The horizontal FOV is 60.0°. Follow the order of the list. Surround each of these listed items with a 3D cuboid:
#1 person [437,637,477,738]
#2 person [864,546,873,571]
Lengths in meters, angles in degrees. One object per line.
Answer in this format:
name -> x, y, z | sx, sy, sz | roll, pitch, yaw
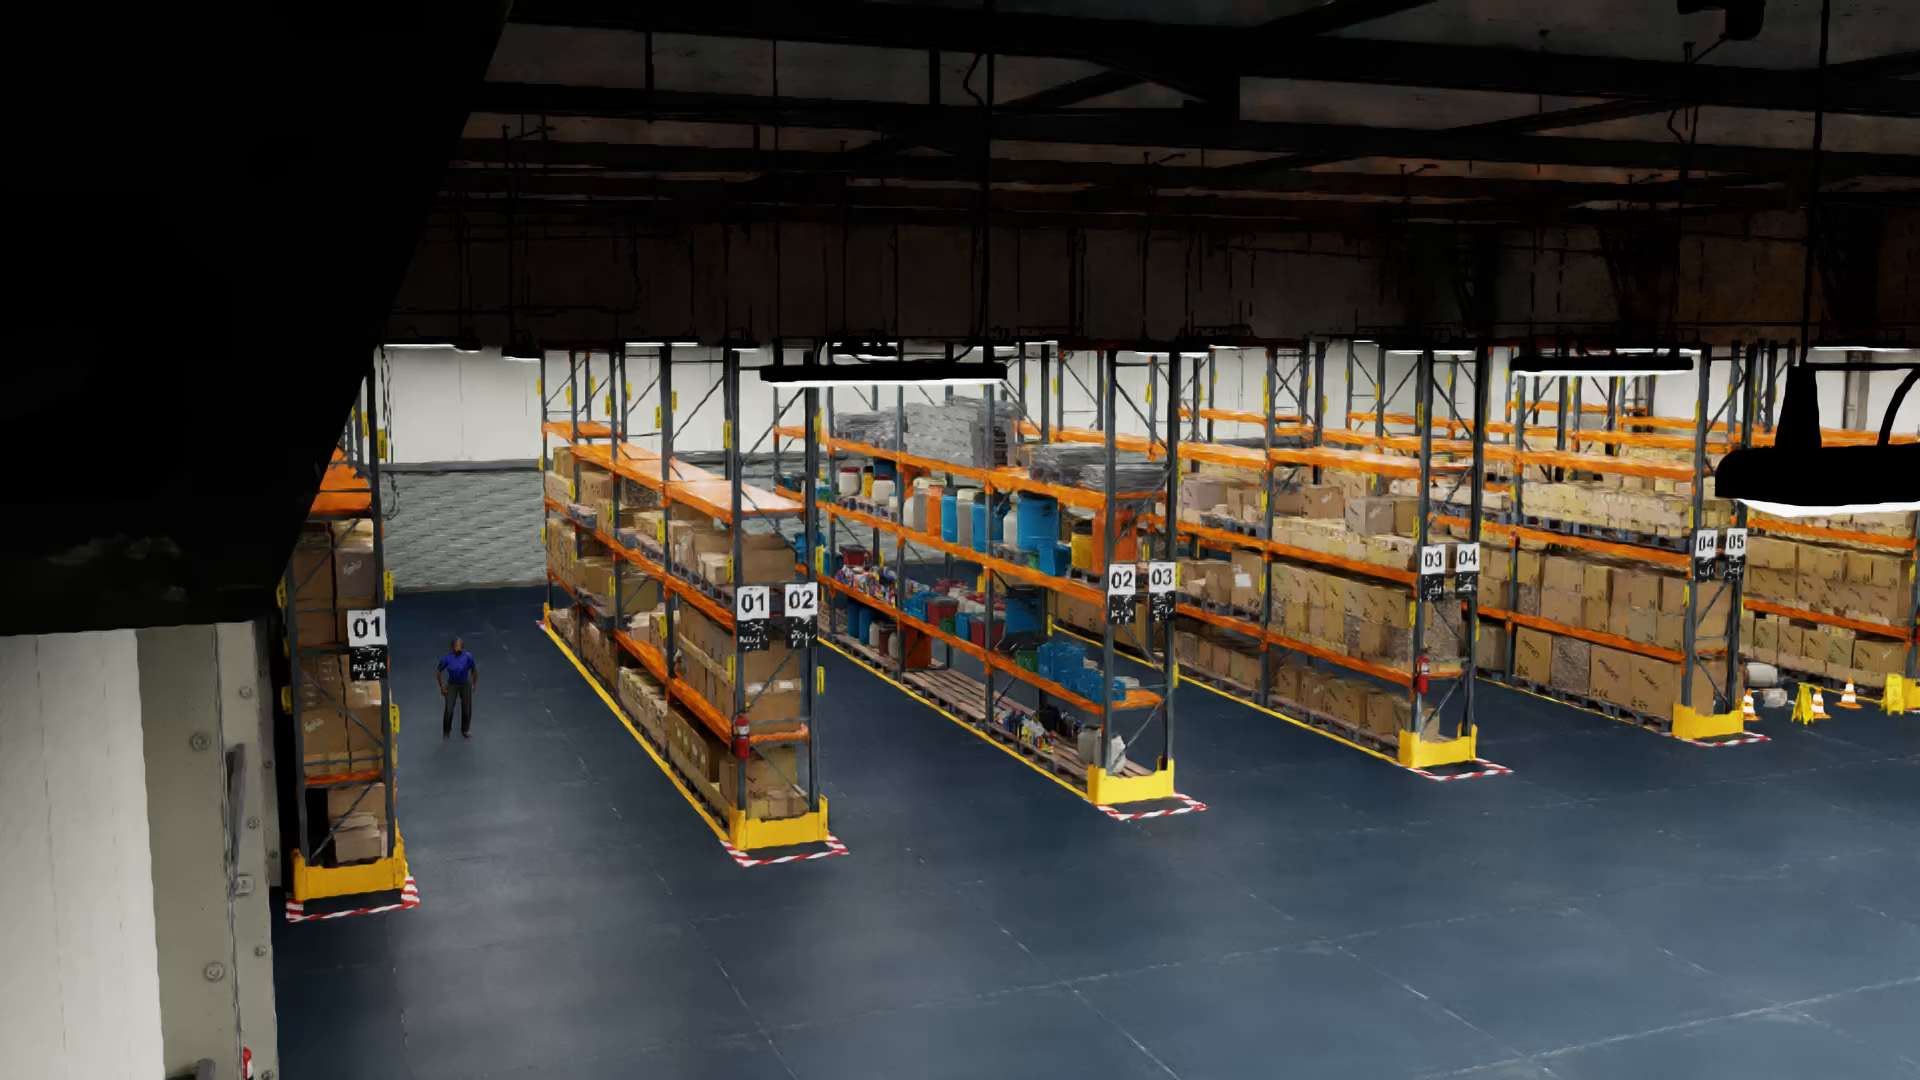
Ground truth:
person -> -7.672, 2.257, 25.397 | 0.592, 1.590, 0.518 | -3, 8, -23
person -> -1.936, 0.942, 35.078 | 0.687, 1.658, 0.821 | -6, 10, -41
